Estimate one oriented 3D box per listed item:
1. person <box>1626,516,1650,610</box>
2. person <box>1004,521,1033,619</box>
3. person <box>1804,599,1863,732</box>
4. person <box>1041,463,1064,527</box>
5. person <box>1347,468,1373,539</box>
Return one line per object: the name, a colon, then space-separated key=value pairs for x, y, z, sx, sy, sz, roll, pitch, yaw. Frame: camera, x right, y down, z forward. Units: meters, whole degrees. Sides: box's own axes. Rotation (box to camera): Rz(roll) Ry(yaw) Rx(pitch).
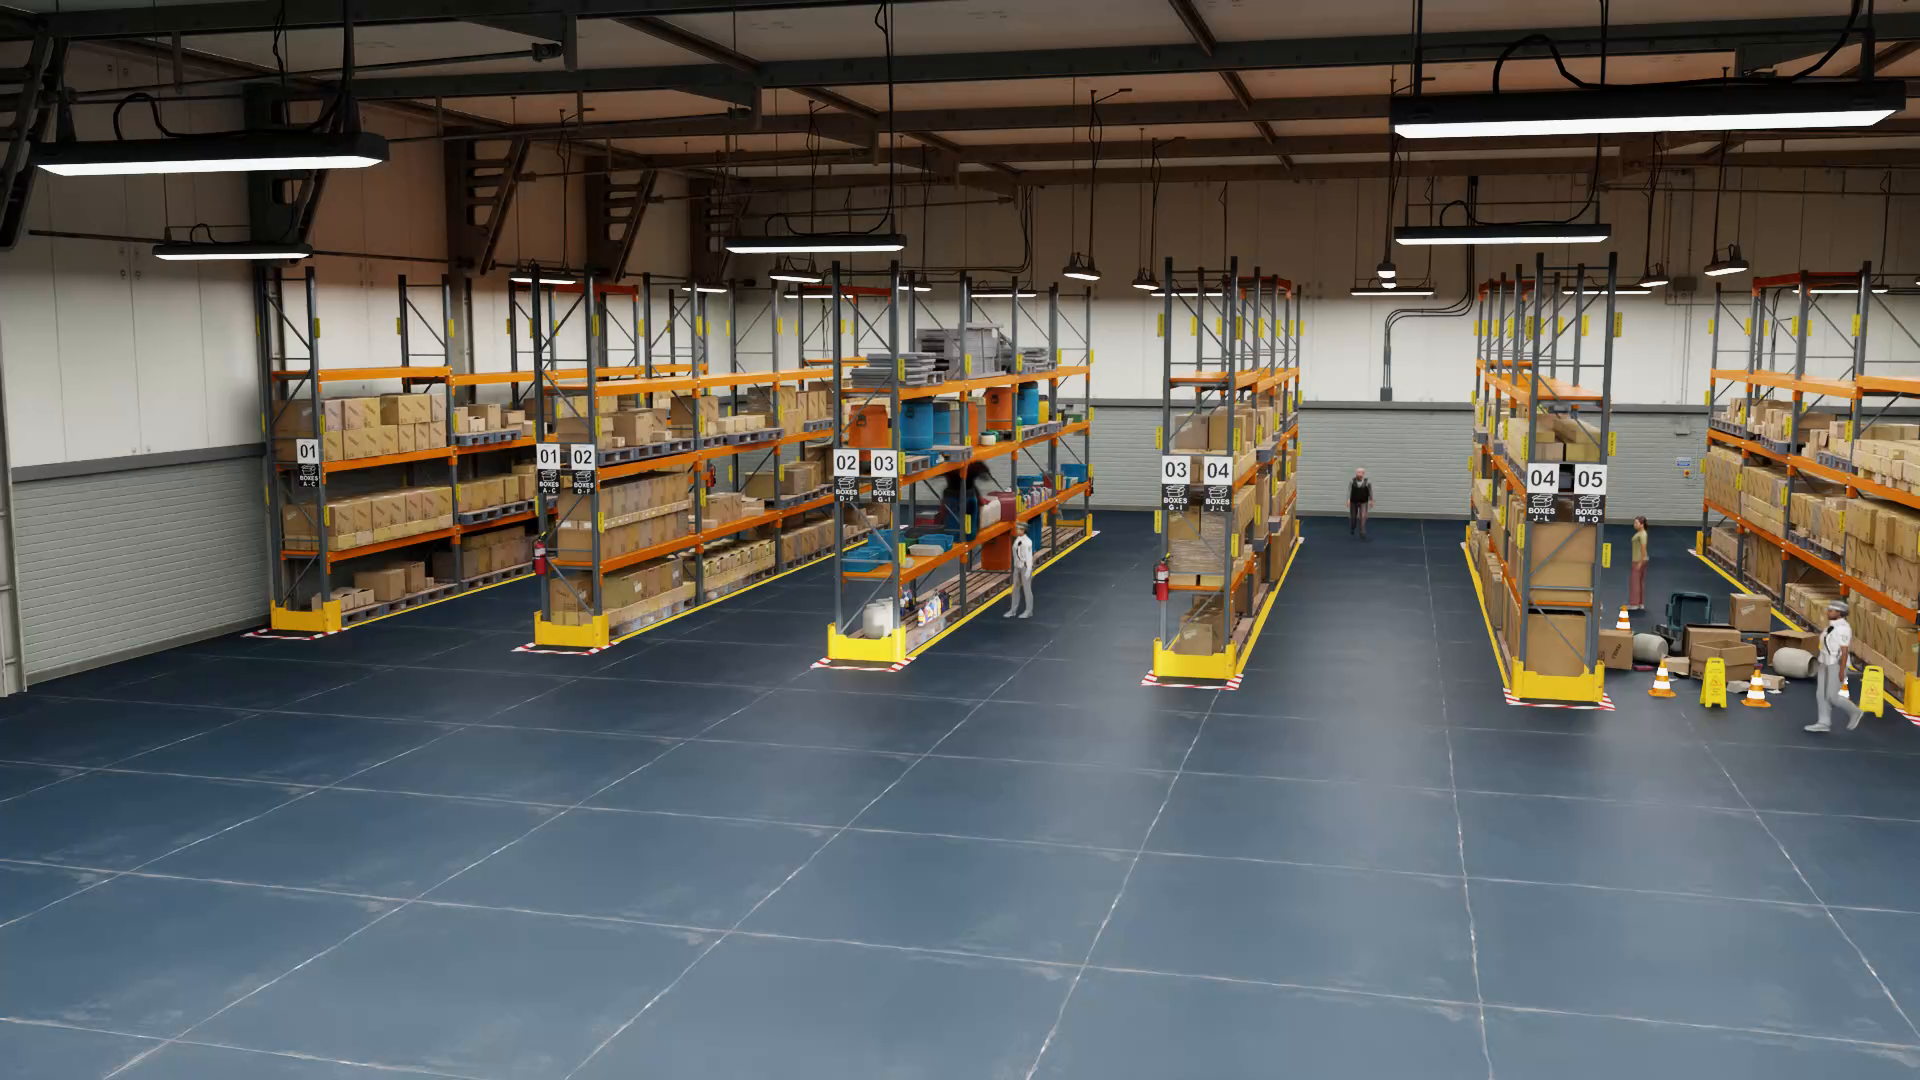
person: x=12.158 y=0.403 z=29.842 sx=0.369 sy=1.680 sz=0.516 roll=6 pitch=9 yaw=39
person: x=1.041 y=0.516 z=28.742 sx=0.492 sy=1.692 sz=0.479 roll=-4 pitch=8 yaw=-26
person: x=10.845 y=1.562 z=20.567 sx=0.572 sy=1.671 sz=0.457 roll=-1 pitch=7 yaw=-7
person: x=2.285 y=-1.163 z=42.186 sx=0.521 sy=1.632 sz=1.011 roll=4 pitch=8 yaw=27
person: x=9.603 y=-0.893 z=39.922 sx=0.635 sy=1.680 sz=1.018 roll=1 pitch=7 yaw=10
